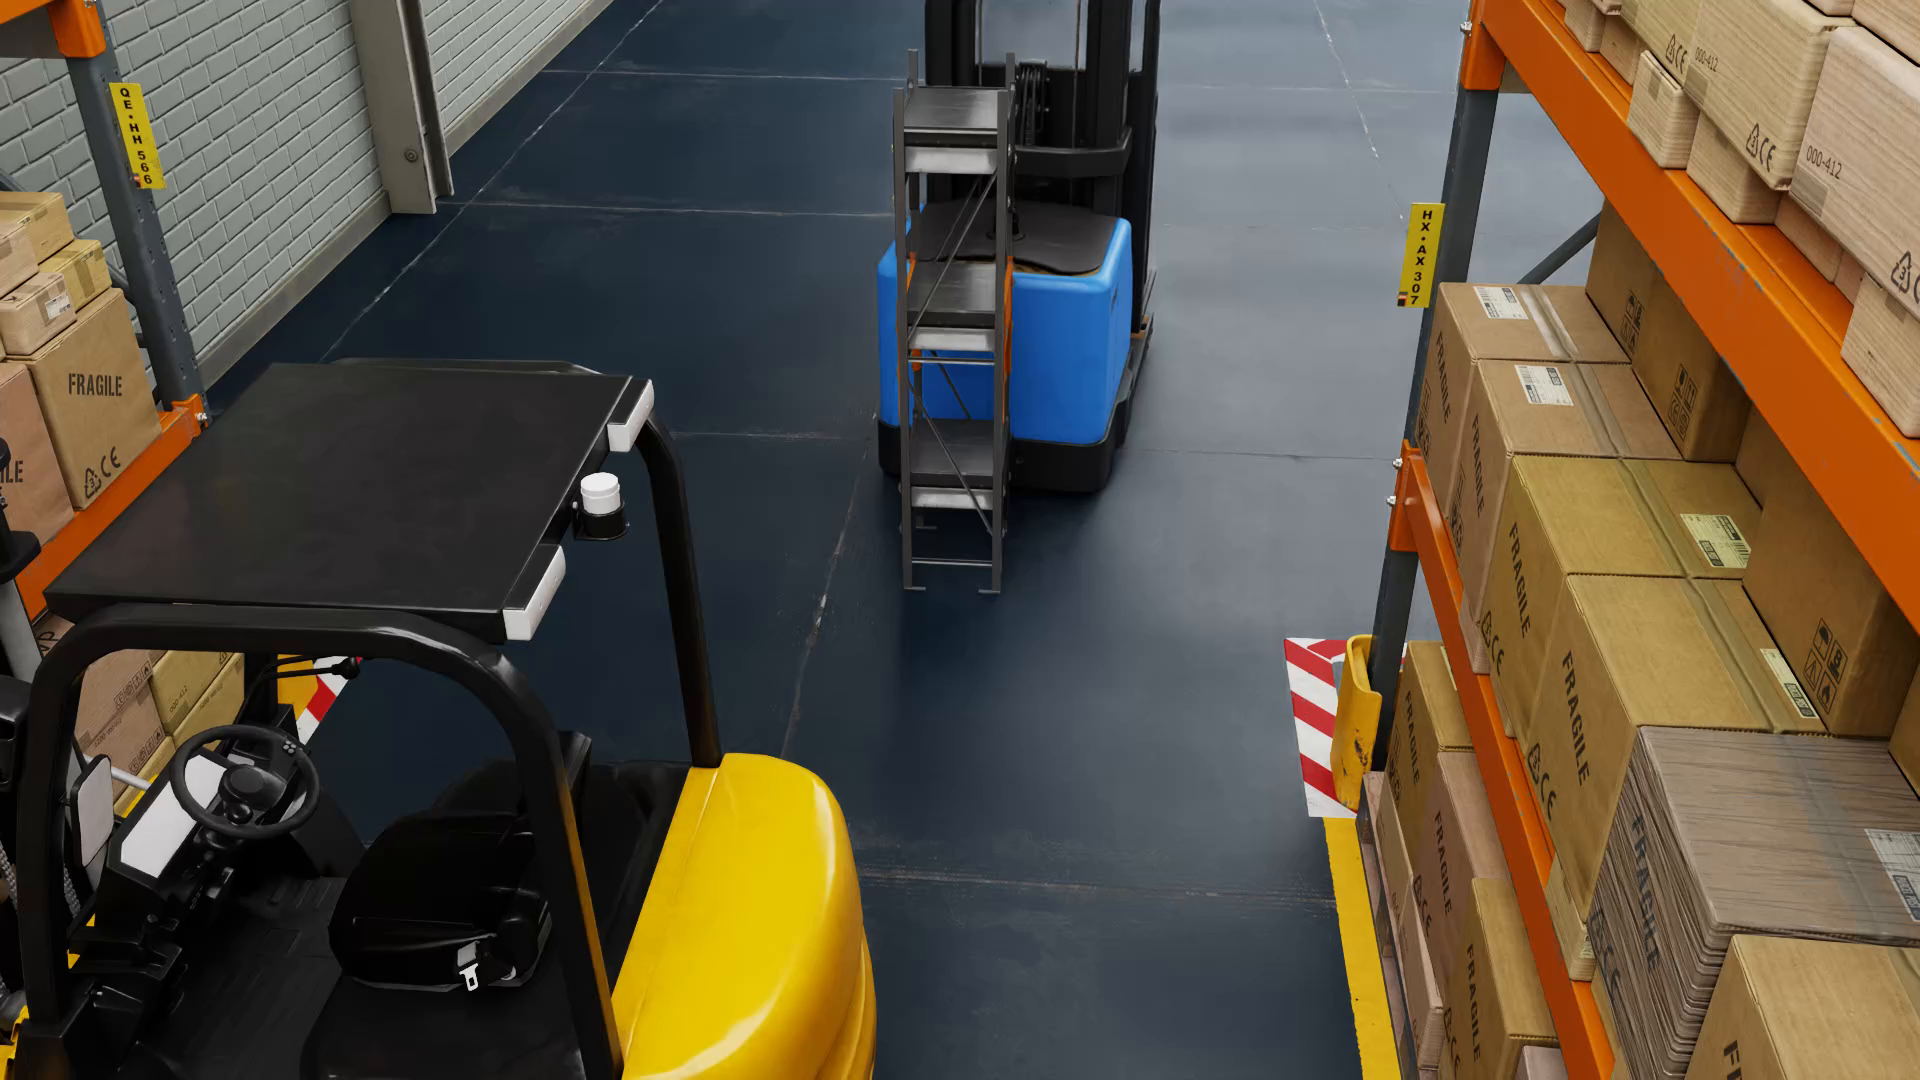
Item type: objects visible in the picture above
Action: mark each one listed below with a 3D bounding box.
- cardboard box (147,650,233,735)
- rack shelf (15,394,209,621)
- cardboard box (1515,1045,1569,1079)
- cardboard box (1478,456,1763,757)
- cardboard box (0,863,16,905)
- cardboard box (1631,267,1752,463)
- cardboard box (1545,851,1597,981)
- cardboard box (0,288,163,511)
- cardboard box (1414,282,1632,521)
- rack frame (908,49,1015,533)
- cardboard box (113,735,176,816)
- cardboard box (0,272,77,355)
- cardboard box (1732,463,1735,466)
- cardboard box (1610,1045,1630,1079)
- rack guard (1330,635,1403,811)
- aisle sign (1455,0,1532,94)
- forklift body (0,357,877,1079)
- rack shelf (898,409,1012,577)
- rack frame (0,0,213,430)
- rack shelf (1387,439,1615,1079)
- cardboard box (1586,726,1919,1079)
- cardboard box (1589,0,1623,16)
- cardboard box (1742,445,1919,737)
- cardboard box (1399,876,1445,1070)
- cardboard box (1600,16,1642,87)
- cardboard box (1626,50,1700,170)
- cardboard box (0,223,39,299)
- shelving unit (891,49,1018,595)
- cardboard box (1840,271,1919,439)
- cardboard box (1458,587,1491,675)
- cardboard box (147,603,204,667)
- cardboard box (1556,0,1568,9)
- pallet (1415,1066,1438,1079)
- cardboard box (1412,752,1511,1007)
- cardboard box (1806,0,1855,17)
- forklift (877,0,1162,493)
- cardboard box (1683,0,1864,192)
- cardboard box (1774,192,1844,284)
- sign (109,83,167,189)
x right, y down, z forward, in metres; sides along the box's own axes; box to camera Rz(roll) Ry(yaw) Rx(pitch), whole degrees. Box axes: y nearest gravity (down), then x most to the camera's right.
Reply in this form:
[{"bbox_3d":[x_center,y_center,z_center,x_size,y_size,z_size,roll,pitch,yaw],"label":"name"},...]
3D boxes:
[{"bbox_3d":[-2.766,0.386,5.508,0.500,0.250,0.500,2,32,3],"label":"cardboard box"},{"bbox_3d":[-3.200,0.692,3.955,1.077,0.370,4.000,2,32,4],"label":"rack shelf"},{"bbox_3d":[1.445,1.460,3.528,0.500,0.500,0.500,4,32,7],"label":"cardboard box"},{"bbox_3d":[1.516,0.154,3.763,0.500,0.500,0.500,2,32,3],"label":"cardboard box"},{"bbox_3d":[-2.838,0.919,4.644,0.500,0.250,0.500,2,32,3],"label":"cardboard box"},{"bbox_3d":[2.037,-0.505,3.878,0.700,0.500,0.500,3,32,4],"label":"cardboard box"},{"bbox_3d":[1.422,0.767,3.386,0.380,0.149,0.250,3,32,4],"label":"cardboard box"},{"bbox_3d":[-2.816,-0.435,5.001,0.500,0.500,0.500,2,32,3],"label":"cardboard box"},{"bbox_3d":[1.595,-0.384,4.635,0.500,0.500,0.500,2,32,3],"label":"cardboard box"},{"bbox_3d":[0.006,-0.935,6.766,0.400,2.100,0.015,2,32,4],"label":"rack frame"},{"bbox_3d":[-2.811,0.850,5.232,0.500,0.250,0.500,2,32,4],"label":"cardboard box"},{"bbox_3d":[-2.778,-0.651,4.734,0.380,0.149,0.250,3,32,5],"label":"cardboard box"},{"bbox_3d":[2.095,-0.062,4.113,0.500,0.500,0.500,3,32,4],"label":"cardboard box"},{"bbox_3d":[1.386,1.036,2.950,0.380,0.149,0.250,2,32,3],"label":"cardboard box"},{"bbox_3d":[1.904,0.653,5.713,1.175,0.500,0.348,2,32,4],"label":"rack guard"},{"bbox_3d":[1.606,-1.603,4.514,0.394,0.787,0.004,2,32,4],"label":"aisle sign"},{"bbox_3d":[-1.374,0.770,3.950,2.313,2.155,1.214,2,32,4],"label":"forklift body"},{"bbox_3d":[-0.013,-0.200,6.933,0.431,0.518,0.480,2,32,4],"label":"rack shelf"},{"bbox_3d":[-3.038,-0.661,5.463,1.000,3.000,0.127,2,32,4],"label":"rack frame"},{"bbox_3d":[1.747,0.902,3.614,1.077,0.370,4.000,2,32,4],"label":"rack shelf"},{"bbox_3d":[1.445,0.688,2.896,0.500,0.500,0.500,3,32,5],"label":"cardboard box"},{"bbox_3d":[1.553,-1.276,3.461,0.500,0.250,0.500,2,32,3],"label":"cardboard box"},{"bbox_3d":[1.919,0.021,3.024,0.700,0.500,0.500,2,32,4],"label":"cardboard box"},{"bbox_3d":[1.520,1.218,4.635,0.500,0.250,0.500,4,32,6],"label":"cardboard box"},{"bbox_3d":[1.576,-1.052,3.479,0.380,0.149,0.250,2,32,4],"label":"cardboard box"},{"bbox_3d":[1.458,-0.785,3.045,0.380,0.149,0.250,3,32,5],"label":"cardboard box"},{"bbox_3d":[-2.846,-0.779,4.658,0.380,0.149,0.250,3,32,4],"label":"cardboard box"},{"bbox_3d":[-0.013,-0.807,6.559,0.431,2.100,0.503,2,32,4],"label":"shelving unit"},{"bbox_3d":[1.404,-0.244,2.168,0.380,0.149,0.250,3,32,5],"label":"cardboard box"},{"bbox_3d":[1.501,0.224,4.267,0.380,0.149,0.250,3,32,5],"label":"cardboard box"},{"bbox_3d":[-2.764,0.160,5.399,0.500,0.250,0.500,3,32,6],"label":"cardboard box"},{"bbox_3d":[1.627,-1.320,3.913,0.380,0.149,0.250,1,32,2],"label":"cardboard box"},{"bbox_3d":[1.700,1.836,4.070,1.003,0.211,1.213,2,32,4],"label":"pallet"},{"bbox_3d":[1.529,0.918,4.407,0.500,0.500,0.500,1,32,2],"label":"cardboard box"},{"bbox_3d":[1.424,-0.858,2.404,0.380,0.149,0.250,3,32,5],"label":"cardboard box"},{"bbox_3d":[0.428,-2.222,8.062,1.130,2.935,3.031,6,32,10],"label":"forklift"},{"bbox_3d":[1.474,-0.738,2.588,0.500,0.250,0.500,3,32,5],"label":"cardboard box"},{"bbox_3d":[1.527,-0.511,2.601,0.380,0.149,0.250,2,32,4],"label":"cardboard box"},{"bbox_3d":[-2.498,-1.224,5.047,0.100,0.325,0.005,2,32,4],"label":"sign"}]
